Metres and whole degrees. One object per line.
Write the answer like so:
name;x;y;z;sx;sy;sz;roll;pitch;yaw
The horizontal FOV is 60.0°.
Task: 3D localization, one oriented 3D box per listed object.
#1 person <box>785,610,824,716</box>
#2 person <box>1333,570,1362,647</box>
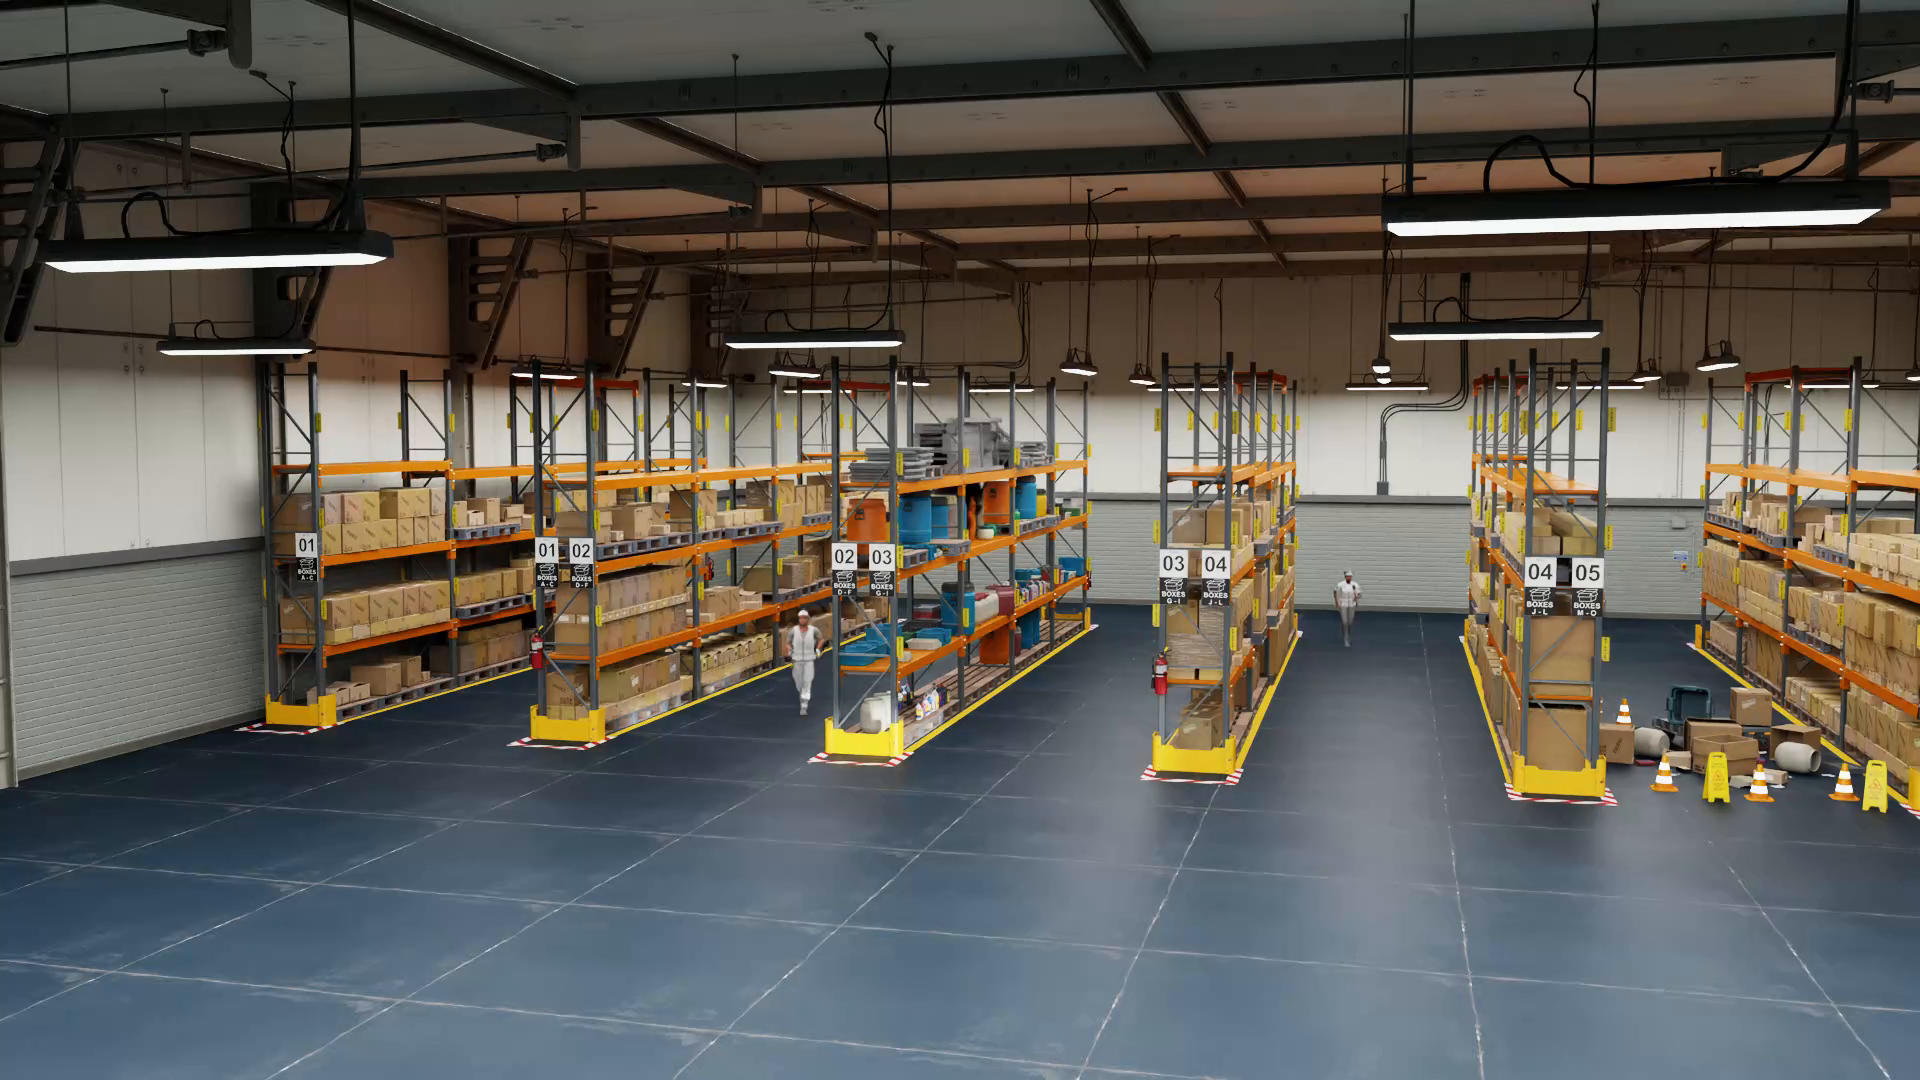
person;-2.694;2.100;28.792;0.656;1.783;0.899;0;4;-1
person;8.764;1.525;37.563;0.611;1.722;0.874;0;4;3
